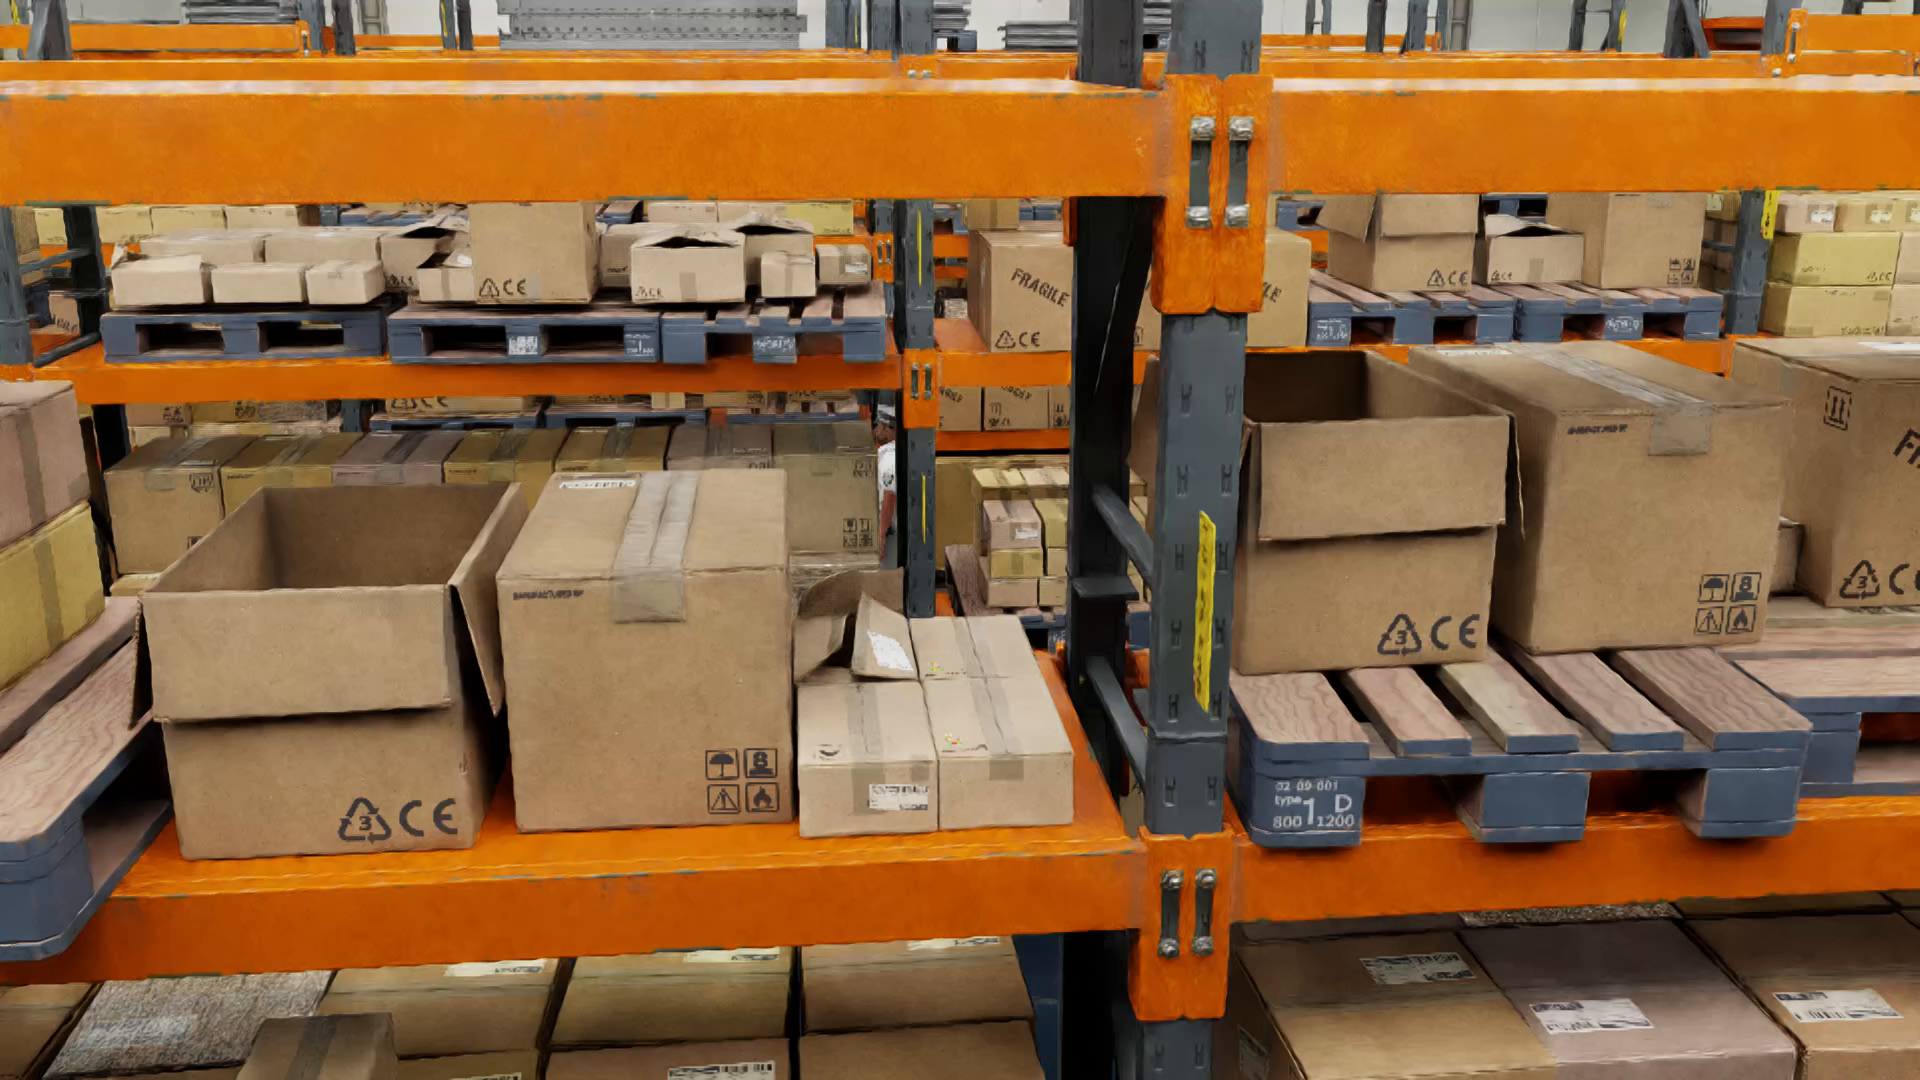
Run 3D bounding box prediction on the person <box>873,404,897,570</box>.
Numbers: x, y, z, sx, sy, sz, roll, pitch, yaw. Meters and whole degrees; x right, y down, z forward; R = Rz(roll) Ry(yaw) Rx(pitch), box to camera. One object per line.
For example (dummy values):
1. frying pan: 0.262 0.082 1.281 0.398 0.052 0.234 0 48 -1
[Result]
1. person: -0.451 -0.087 11.780 0.706 1.751 0.571 1 17 5
